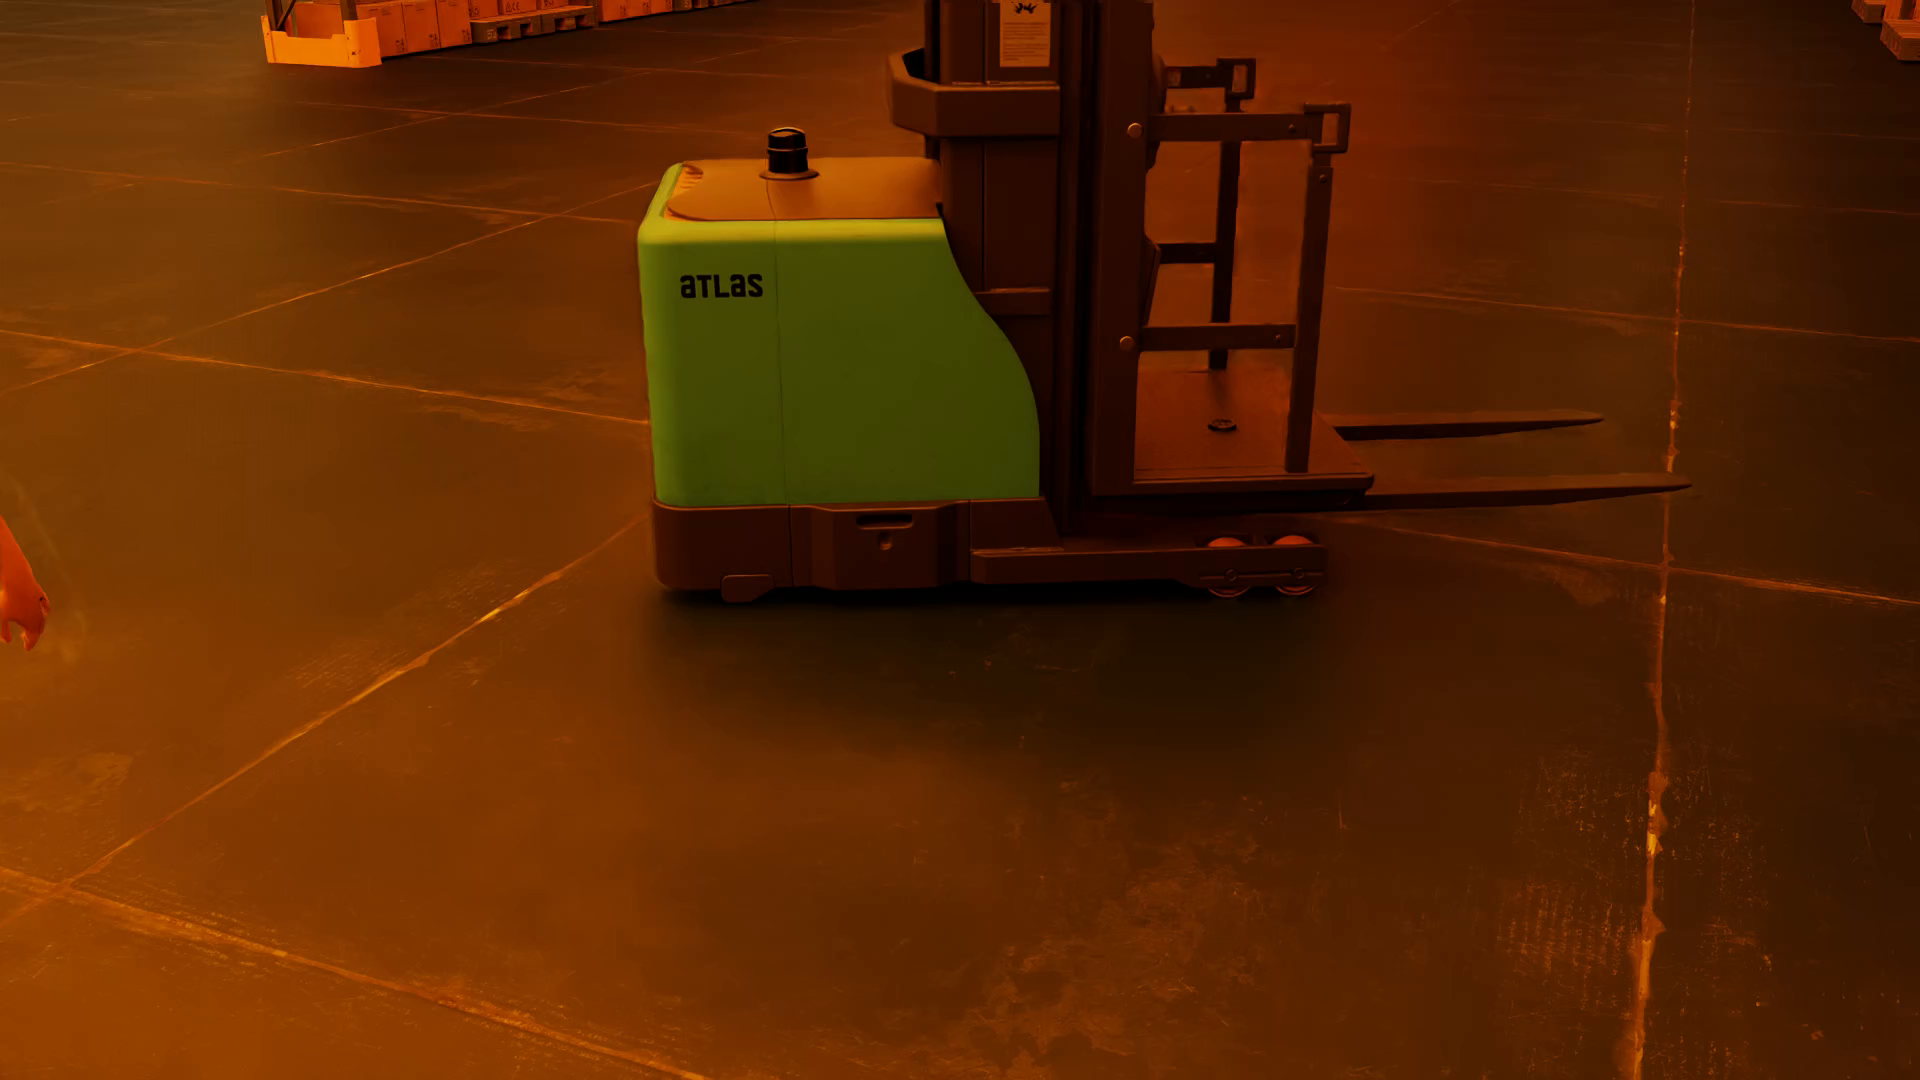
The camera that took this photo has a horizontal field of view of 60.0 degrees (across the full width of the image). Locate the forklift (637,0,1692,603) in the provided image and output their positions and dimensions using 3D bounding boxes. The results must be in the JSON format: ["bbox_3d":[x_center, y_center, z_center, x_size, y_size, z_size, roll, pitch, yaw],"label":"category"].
[{"bbox_3d":[0.629,-1.392,4.623,3.031,2.935,1.130,-2,23,-4],"label":"forklift"}]

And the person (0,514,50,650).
[{"bbox_3d":[-1.745,0.289,2.383,0.545,1.668,0.722,4,23,8],"label":"person"}]
